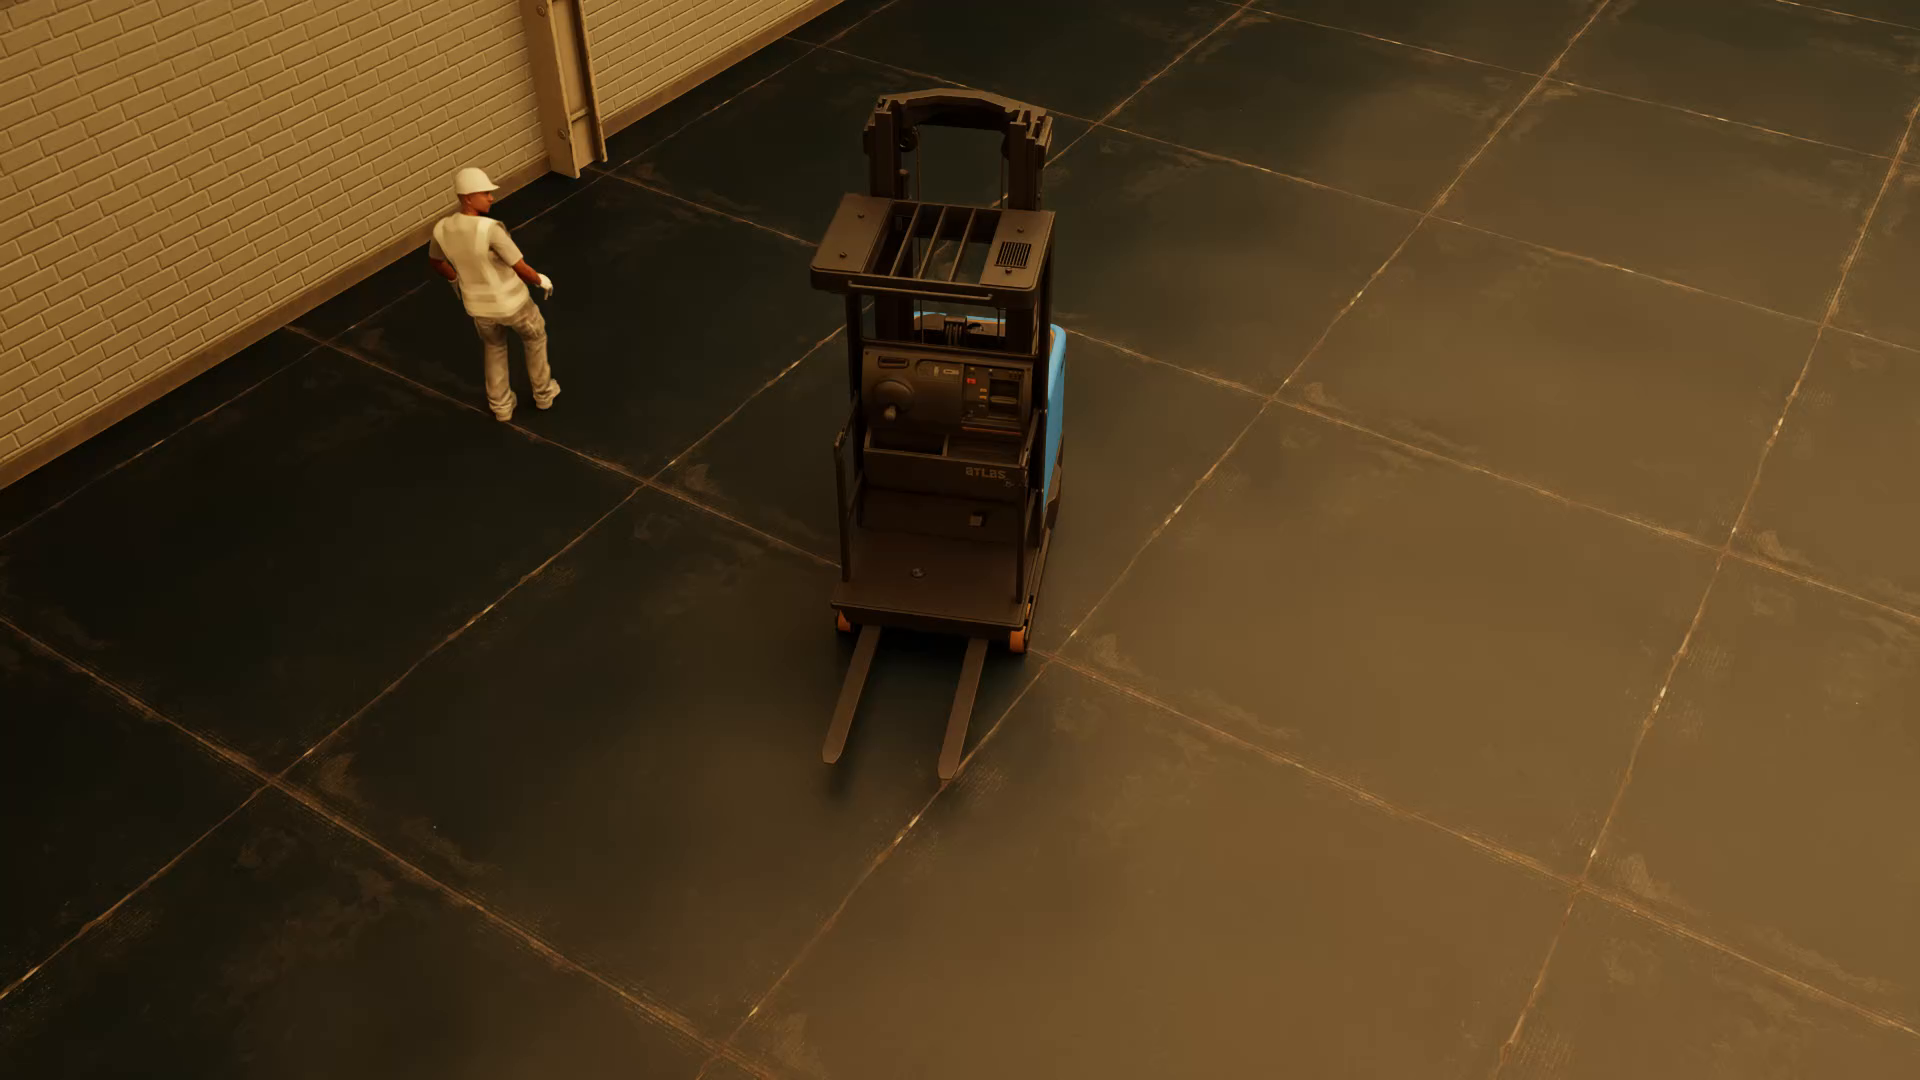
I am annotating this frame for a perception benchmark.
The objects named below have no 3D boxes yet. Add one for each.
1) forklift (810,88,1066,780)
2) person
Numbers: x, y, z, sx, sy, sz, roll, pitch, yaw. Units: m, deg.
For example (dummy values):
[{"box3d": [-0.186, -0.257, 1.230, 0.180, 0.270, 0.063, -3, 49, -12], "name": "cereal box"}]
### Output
[{"box3d": [-0.108, -0.731, 8.830, 1.130, 2.935, 3.031, 7, 41, 8], "name": "forklift"}, {"box3d": [-3.003, -1.595, 10.770, 0.763, 1.746, 0.515, 9, 41, 10], "name": "person"}]
